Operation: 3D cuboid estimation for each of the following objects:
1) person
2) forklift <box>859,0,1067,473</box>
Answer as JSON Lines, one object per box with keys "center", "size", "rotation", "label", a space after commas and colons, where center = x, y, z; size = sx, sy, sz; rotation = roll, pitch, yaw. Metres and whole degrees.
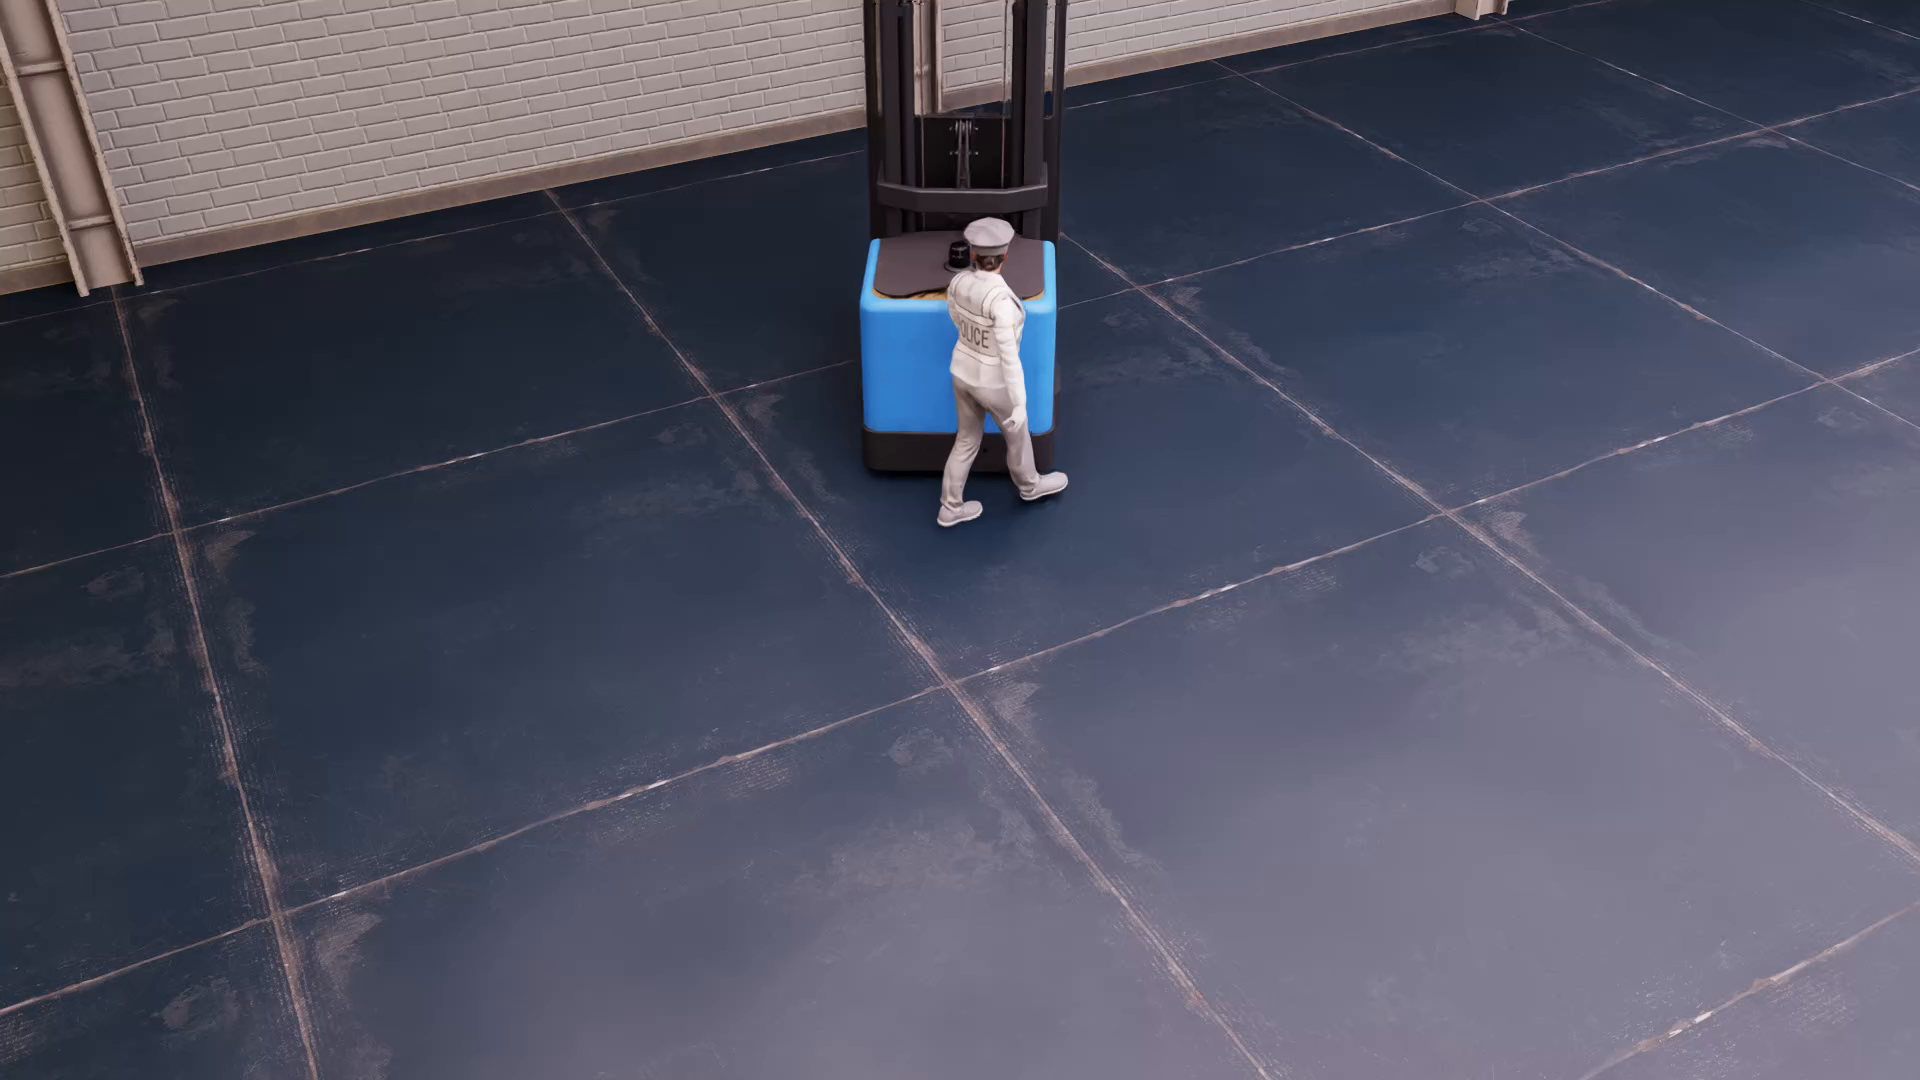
{"center": [0.216, -0.849, 8.455], "size": [0.753, 1.635, 0.667], "rotation": [-27, 43, -32], "label": "person"}
{"center": [0.035, -2.385, 9.497], "size": [1.130, 2.935, 3.031], "rotation": [1, 35, 2], "label": "forklift"}
